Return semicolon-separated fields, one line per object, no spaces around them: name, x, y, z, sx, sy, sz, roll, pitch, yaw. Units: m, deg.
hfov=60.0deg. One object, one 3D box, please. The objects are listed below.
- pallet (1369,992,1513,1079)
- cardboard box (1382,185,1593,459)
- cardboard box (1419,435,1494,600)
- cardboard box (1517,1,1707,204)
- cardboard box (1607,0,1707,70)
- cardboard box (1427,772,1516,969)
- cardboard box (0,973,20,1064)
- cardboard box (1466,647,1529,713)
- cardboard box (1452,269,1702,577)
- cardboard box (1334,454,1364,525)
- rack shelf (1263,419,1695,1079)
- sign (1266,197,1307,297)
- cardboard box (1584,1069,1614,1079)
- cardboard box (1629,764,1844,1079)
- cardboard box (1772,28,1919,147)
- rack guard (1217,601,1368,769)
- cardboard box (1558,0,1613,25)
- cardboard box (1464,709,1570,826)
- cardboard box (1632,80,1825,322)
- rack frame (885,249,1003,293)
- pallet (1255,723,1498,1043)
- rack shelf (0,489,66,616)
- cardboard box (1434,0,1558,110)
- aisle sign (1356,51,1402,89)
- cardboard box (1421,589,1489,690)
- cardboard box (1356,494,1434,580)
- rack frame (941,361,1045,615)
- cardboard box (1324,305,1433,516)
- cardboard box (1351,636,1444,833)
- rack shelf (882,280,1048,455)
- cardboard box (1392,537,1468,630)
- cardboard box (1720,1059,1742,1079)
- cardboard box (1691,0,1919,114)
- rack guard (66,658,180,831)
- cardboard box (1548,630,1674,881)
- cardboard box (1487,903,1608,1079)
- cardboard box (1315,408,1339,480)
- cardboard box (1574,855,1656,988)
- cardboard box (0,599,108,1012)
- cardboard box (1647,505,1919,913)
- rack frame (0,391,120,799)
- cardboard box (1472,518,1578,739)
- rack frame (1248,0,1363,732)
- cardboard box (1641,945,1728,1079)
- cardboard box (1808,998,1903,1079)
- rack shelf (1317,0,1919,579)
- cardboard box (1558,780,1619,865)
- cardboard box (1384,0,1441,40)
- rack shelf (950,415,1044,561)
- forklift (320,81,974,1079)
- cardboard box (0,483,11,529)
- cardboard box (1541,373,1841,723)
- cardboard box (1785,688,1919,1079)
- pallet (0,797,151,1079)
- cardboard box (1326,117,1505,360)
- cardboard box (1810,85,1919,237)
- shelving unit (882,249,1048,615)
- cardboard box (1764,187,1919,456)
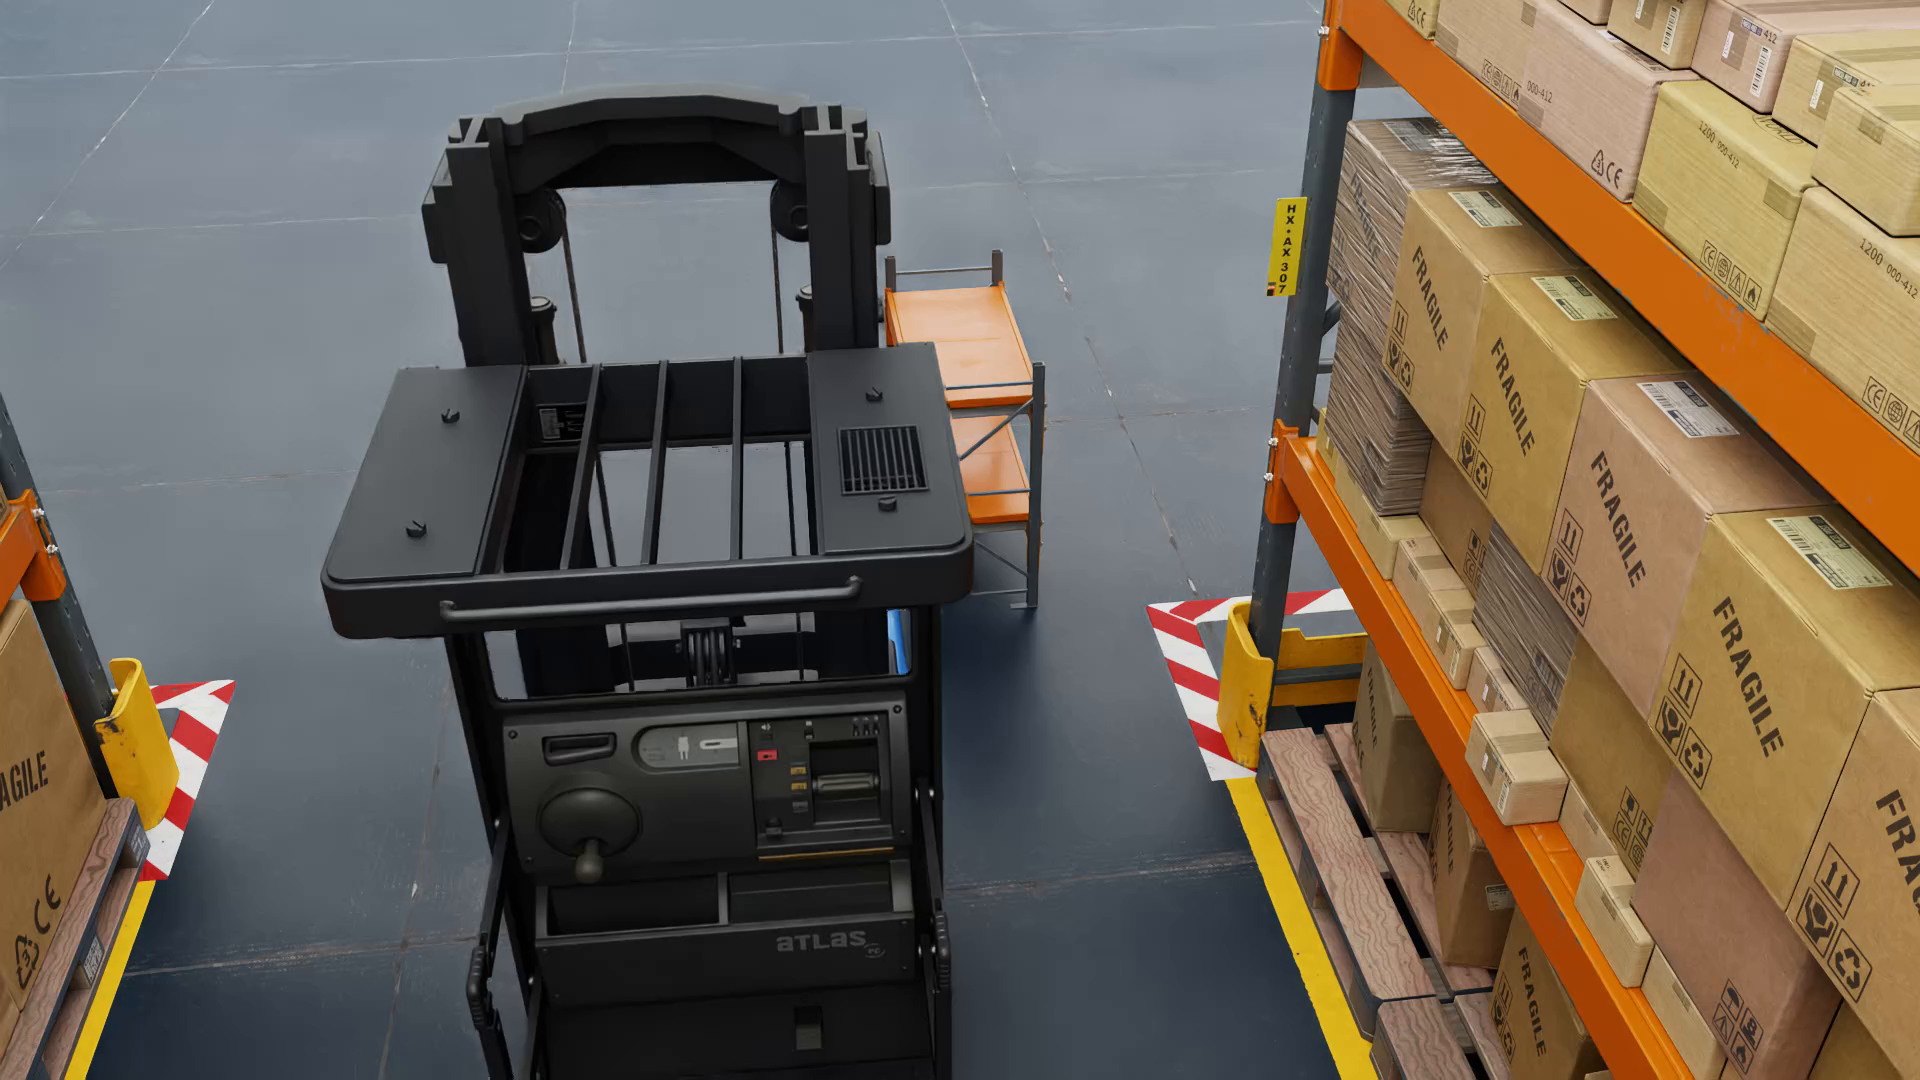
pallet;1.796;1.742;4.507;1.003;0.211;1.213;-4;35;-6
cardboard box;1.415;-0.558;4.165;0.500;0.500;0.500;-4;35;-6
cardboard box;1.783;-0.173;4.488;0.875;0.500;0.500;-4;35;-6
cardboard box;1.497;-0.913;3.396;0.500;0.250;0.500;-4;35;-7
cardboard box;1.500;-1.031;3.215;0.380;0.149;0.250;-6;35;-9
cardboard box;1.732;0.952;5.036;0.500;0.500;0.500;4;35;6
cardboard box;-3.101;1.300;4.193;0.875;0.875;0.875;-5;35;-7
cardboard box;1.527;0.390;4.237;0.380;0.149;0.250;-4;35;-6
cardboard box;1.483;-0.280;3.756;0.500;0.500;0.500;-4;35;-6
cardboard box;1.367;-0.166;5.053;0.380;0.149;0.250;-4;35;-6
rack shelf;1.820;0.825;4.014;1.077;0.370;4.000;-4;35;-6
sign;1.013;-0.905;5.145;0.100;0.325;0.005;-4;35;-6
cardboard box;1.828;1.618;4.059;0.500;0.500;0.500;-7;35;-11
cardboard box;1.890;0.671;3.249;0.875;0.500;0.500;-4;35;-6
cardboard box;1.627;-0.750;2.802;0.380;0.149;0.250;-6;35;-8
rack guard;1.561;0.487;6.091;1.175;0.500;0.348;-4;35;-6
cardboard box;1.448;-1.182;3.437;0.380;0.149;0.250;-4;35;-7
cardboard box;1.458;0.537;4.021;0.380;0.149;0.250;-4;35;-6
cardboard box;1.572;-0.623;2.970;0.500;0.250;0.500;-3;34;-5
rack frame;-0.067;-0.745;7.344;0.500;1.125;0.032;-4;35;-6
pallet;1.635;1.063;5.503;1.003;0.211;1.213;-4;35;-6
rack shelf;-3.109;1.144;3.546;1.077;0.370;4.000;-4;35;-6
cardboard box;1.435;-1.190;3.802;0.500;0.250;0.500;-5;35;-7
aisle sign;1.245;-1.674;4.735;0.394;0.787;0.004;-4;35;-6
cardboard box;1.467;0.252;4.439;0.380;0.149;0.250;-4;35;-6
cardboard box;1.386;-0.026;4.847;0.380;0.149;0.250;-4;35;-6
rack frame;0.069;-0.177;6.511;0.500;1.125;0.032;-4;35;-6
cardboard box;1.597;-0.443;4.884;0.875;0.500;0.500;-4;35;-6
cardboard box;1.618;0.621;5.522;0.500;0.500;0.500;2;34;2
rack shelf;0.001;-0.703;6.763;0.538;0.278;1.000;-4;35;-6
cardboard box;1.440;0.112;4.645;0.380;0.149;0.250;-4;35;-6
cardboard box;1.723;1.085;3.217;0.380;0.149;0.250;-4;35;-6
cardboard box;1.579;-0.895;3.016;0.380;0.149;0.250;-5;35;-7
rack guard;-3.381;0.751;5.705;1.175;0.500;0.348;-4;35;-6
cardboard box;1.864;0.389;3.663;0.875;0.500;0.500;-4;35;-6
cardboard box;1.798;1.303;4.521;0.500;0.500;0.500;-1;34;-2
cardboard box;1.353;-0.307;5.260;0.380;0.149;0.250;-4;35;-6
cardboard box;1.581;0.812;3.618;0.380;0.149;0.250;-4;35;-6
cardboard box;-3.221;0.809;4.913;0.875;0.875;0.875;-4;34;-6
cardboard box;1.620;0.278;2.937;0.500;0.500;0.500;-4;35;-6
rack frame;-3.378;-0.269;4.981;1.000;3.000;0.127;-4;35;-6
cardboard box;1.808;0.109;4.074;0.875;0.500;0.500;-4;35;-6
rack frame;1.551;-0.588;5.449;1.000;3.000;0.127;-4;35;-6
cardboard box;1.649;0.949;3.417;0.380;0.149;0.250;-4;35;-6
cardboard box;2.057;0.942;2.851;0.875;0.500;0.500;-4;35;-6
rack shelf;1.820;-0.414;3.170;1.077;0.370;4.000;-4;35;-6
cardboard box;1.623;0.667;3.831;0.380;0.149;0.250;-4;35;-6
cardboard box;1.359;-1.477;4.224;0.500;0.250;0.500;-3;34;-5
rack shelf;0.001;-0.259;7.065;0.538;0.278;1.000;-4;35;-6
forklift;-0.559;0.639;3.709;1.130;2.935;3.031;-3;34;-5
cardboard box;-3.283;-0.127;4.640;0.875;0.550;0.550;-4;35;-6
cardboard box;1.557;-0.001;3.347;0.500;0.500;0.500;-4;35;-6
cardboard box;1.687;0.557;2.528;0.500;0.500;0.500;-4;35;-6
pallet;-3.193;1.324;5.120;1.003;0.211;1.213;-4;35;-6
cardboard box;1.354;-0.838;4.575;0.500;0.500;0.500;-4;35;-6
cardboard box;1.576;-0.593;2.572;0.380;0.149;0.250;-3;34;-4
shelving unit;0.001;-0.461;6.928;0.538;1.125;1.048;-4;35;-6
cardboard box;1.635;-0.344;2.561;0.500;0.250;0.500;-5;35;-7
